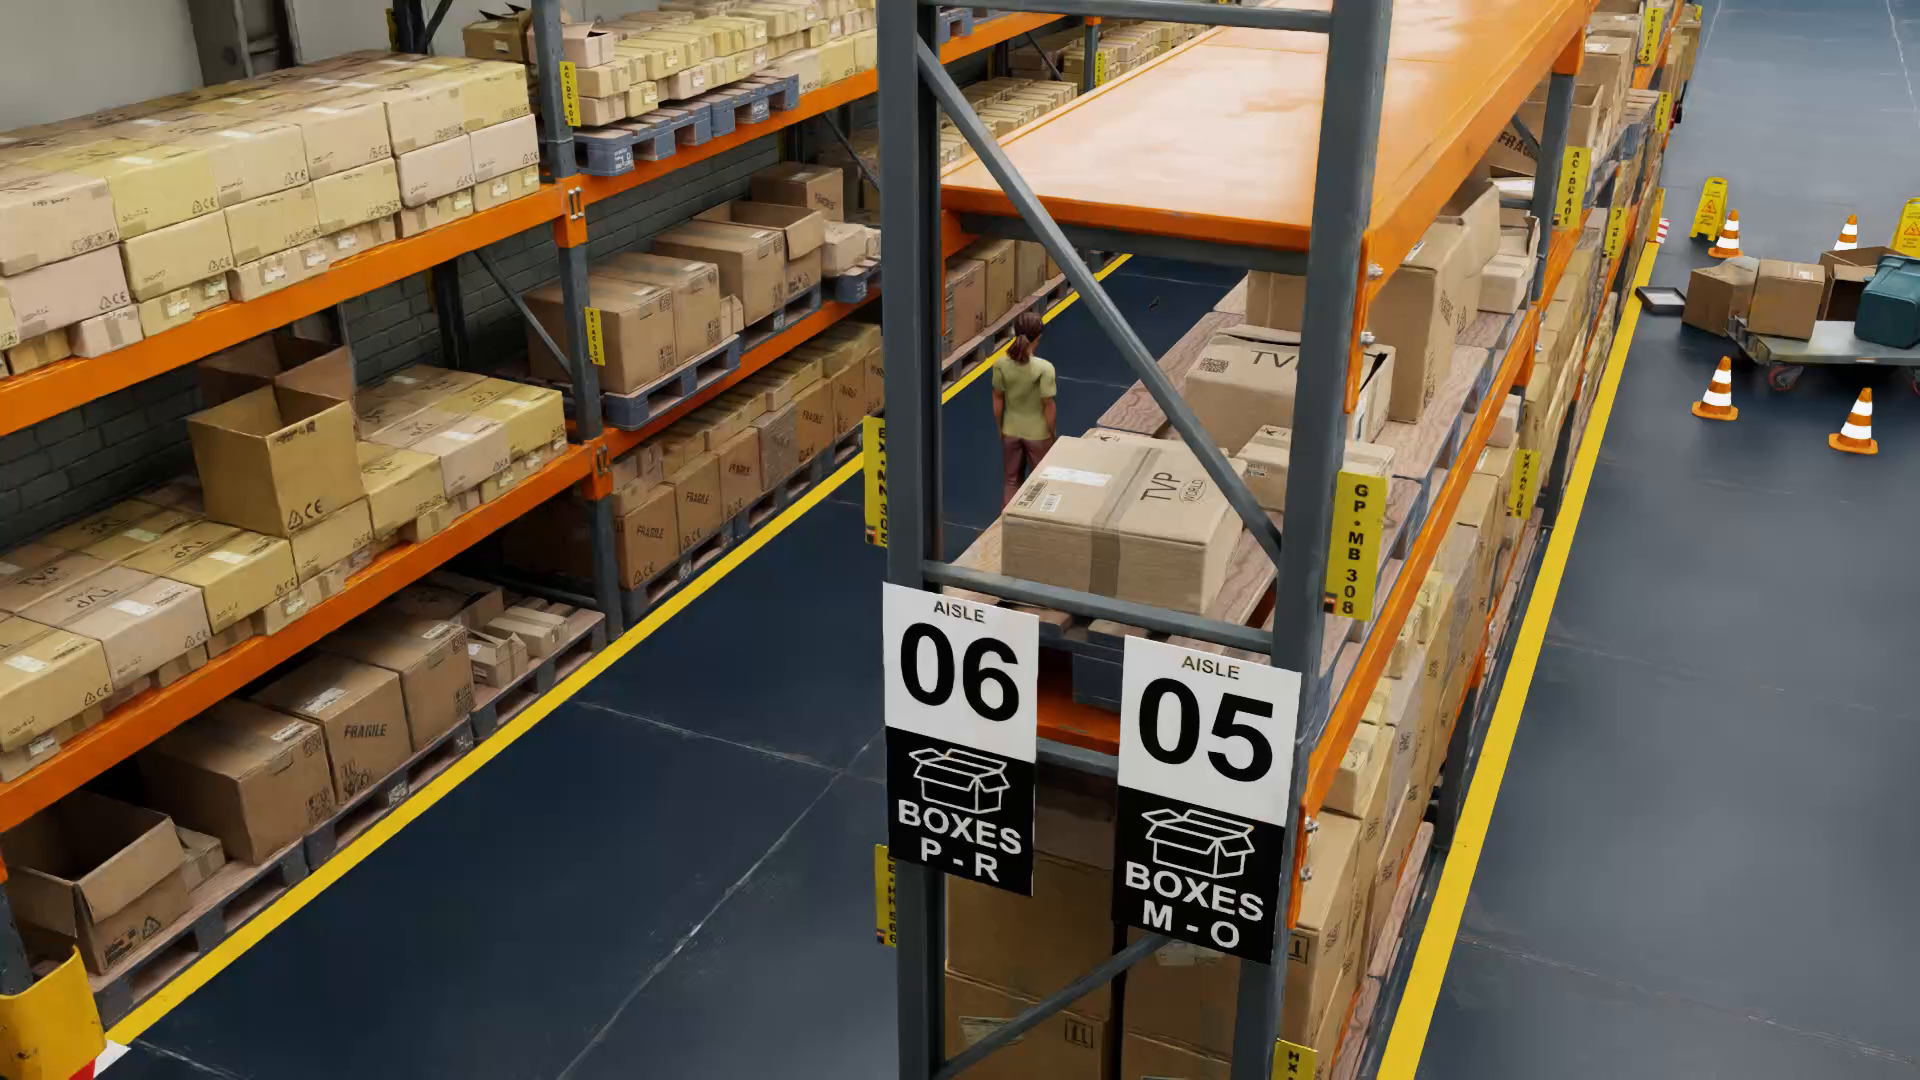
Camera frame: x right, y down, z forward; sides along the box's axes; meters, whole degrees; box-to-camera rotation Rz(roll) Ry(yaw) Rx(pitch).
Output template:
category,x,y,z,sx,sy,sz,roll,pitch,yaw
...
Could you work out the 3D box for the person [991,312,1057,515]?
category,x,y,z,sx,sy,sz,roll,pitch,yaw
person,0.422,-0.667,10.787,0.447,1.671,0.360,12,29,23
